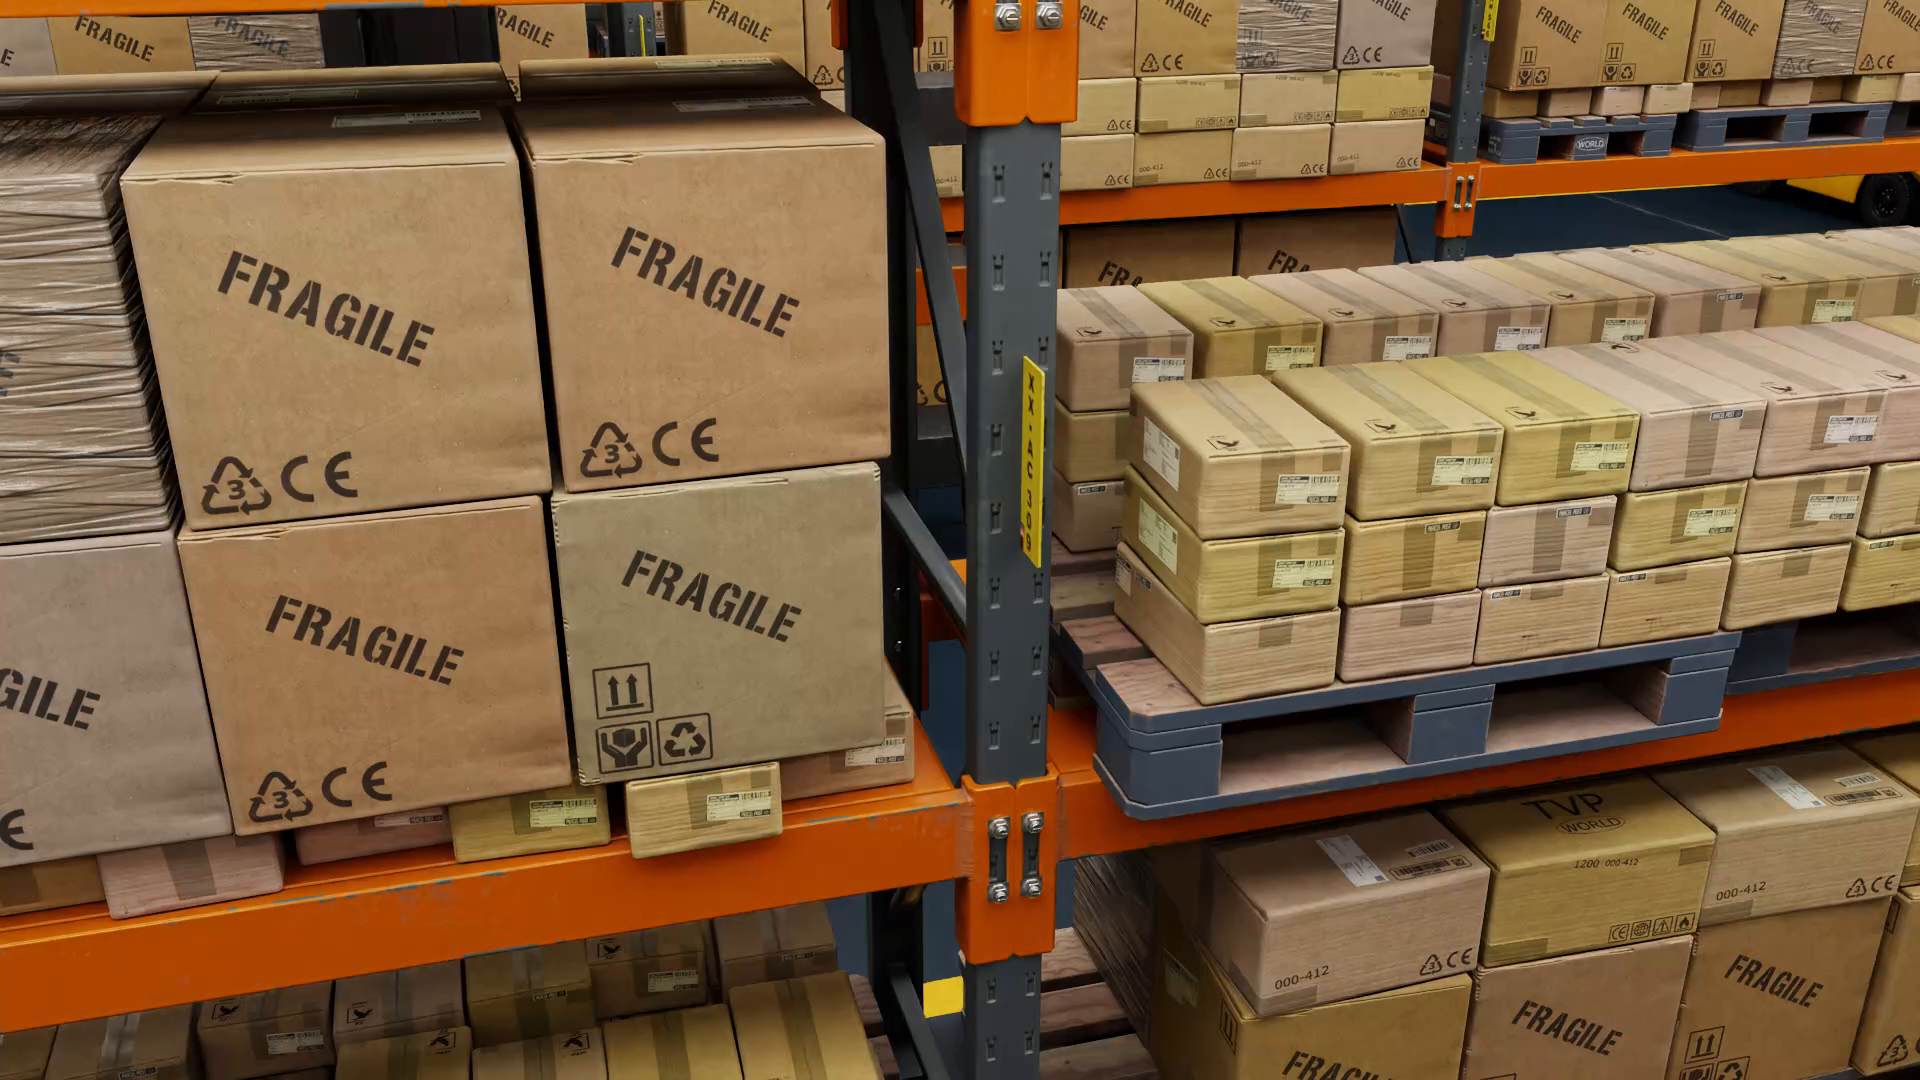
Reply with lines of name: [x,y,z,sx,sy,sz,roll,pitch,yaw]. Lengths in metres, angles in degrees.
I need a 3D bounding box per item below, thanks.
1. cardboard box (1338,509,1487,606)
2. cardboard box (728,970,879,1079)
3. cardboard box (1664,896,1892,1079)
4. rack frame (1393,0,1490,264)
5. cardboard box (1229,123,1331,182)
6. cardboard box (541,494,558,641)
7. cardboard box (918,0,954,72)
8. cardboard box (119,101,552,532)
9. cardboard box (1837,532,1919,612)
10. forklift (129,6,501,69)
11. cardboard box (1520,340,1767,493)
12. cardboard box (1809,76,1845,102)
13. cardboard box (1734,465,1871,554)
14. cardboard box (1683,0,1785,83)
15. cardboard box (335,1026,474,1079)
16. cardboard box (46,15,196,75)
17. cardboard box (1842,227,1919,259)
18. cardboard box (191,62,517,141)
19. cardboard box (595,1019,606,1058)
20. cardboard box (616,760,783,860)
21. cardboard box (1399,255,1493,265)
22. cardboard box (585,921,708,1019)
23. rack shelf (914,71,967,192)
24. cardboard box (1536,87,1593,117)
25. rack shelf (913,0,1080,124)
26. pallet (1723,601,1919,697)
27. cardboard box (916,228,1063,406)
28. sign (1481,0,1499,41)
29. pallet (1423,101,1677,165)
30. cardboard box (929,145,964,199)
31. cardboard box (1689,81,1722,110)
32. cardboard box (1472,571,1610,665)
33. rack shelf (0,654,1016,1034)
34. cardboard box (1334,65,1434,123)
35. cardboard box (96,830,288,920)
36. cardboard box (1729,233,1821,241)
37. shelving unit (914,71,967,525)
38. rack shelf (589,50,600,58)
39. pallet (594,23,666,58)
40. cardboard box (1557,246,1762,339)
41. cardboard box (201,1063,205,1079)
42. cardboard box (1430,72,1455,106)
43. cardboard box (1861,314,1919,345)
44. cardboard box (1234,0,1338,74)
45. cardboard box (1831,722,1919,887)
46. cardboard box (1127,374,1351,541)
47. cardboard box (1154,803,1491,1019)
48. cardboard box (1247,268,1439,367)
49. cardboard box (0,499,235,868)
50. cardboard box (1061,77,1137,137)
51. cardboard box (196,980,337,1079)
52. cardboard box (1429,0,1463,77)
cardboard box: [0.712,-0.039,2.947,0.250,0.149,0.380,-7,24,-15]
cardboard box: [-0.313,1.051,3.325,0.250,0.149,0.380,-6,24,-13]
cardboard box: [1.752,0.930,3.915,0.500,0.500,0.500,-6,24,-13]
rack frame: [2.376,-2.224,8.630,0.127,3.000,1.000,-6,24,-14]
cardboard box: [1.472,-1.942,8.163,0.500,0.250,0.500,-6,24,-13]
cardboard box: [-1.060,-0.100,3.174,0.500,0.500,0.500,-6,24,-14]
cardboard box: [-0.008,-2.358,7.548,0.500,0.500,0.500,-7,24,-16]
cardboard box: [-0.917,-0.362,2.517,0.500,0.500,0.500,-7,24,-16]
cardboard box: [1.719,-0.016,3.268,0.250,0.149,0.380,-7,24,-15]
forklift: [-2.326,-1.050,5.980,3.031,2.935,1.130,-5,24,-12]
cardboard box: [1.218,-0.232,3.018,0.250,0.149,0.380,-7,24,-15]
cardboard box: [4.539,-2.476,9.002,0.250,0.149,0.380,-7,24,-16]
cardboard box: [1.469,-0.125,3.145,0.250,0.149,0.380,-5,24,-12]
cardboard box: [3.881,-2.677,8.649,0.500,0.500,0.500,-6,24,-13]
cardboard box: [-1.057,1.120,3.163,0.250,0.149,0.380,-6,24,-13]
cardboard box: [-3.318,-1.989,6.688,0.500,0.500,0.500,-6,24,-14]
cardboard box: [2.303,-0.619,3.921,0.250,0.149,0.380,-5,24,-12]
cardboard box: [-1.036,-0.555,2.968,0.500,0.500,0.500,-7,24,-16]
cardboard box: [-0.921,1.069,3.661,0.250,0.149,0.380,-6,24,-15]
cardboard box: [-0.471,0.374,2.893,0.250,0.149,0.380,-7,24,-16]
cardboard box: [2.923,-1.266,9.196,0.625,0.372,0.950,-8,24,-18]
cardboard box: [-0.710,0.879,3.726,0.250,0.149,0.380,-5,24,-12]
rack shelf: [-0.159,-1.578,6.524,0.480,0.518,0.431,-6,24,-14]
cardboard box: [3.020,-2.283,8.553,0.250,0.149,0.380,-8,24,-18]
rack shelf: [1.885,-1.190,3.329,4.000,0.370,1.077,-6,24,-14]
pallet: [1.916,-0.041,3.785,1.213,0.211,1.003,-6,24,-14]
cardboard box: [-0.032,-1.210,8.429,0.875,0.875,0.875,-6,24,-13]
sign: [2.529,-2.546,7.911,0.005,0.325,0.100,-6,24,-14]
pallet: [3.033,-2.252,8.938,1.003,0.211,1.213,-6,24,-14]
cardboard box: [0.015,-1.780,7.785,0.500,0.250,0.500,-7,24,-15]
cardboard box: [3.778,-2.372,8.759,0.250,0.149,0.380,-5,24,-11]
cardboard box: [0.970,0.069,3.072,0.250,0.149,0.380,-6,24,-14]
rack shelf: [-1.966,0.614,2.927,4.000,0.370,1.077,-6,24,-14]
cardboard box: [1.978,-2.237,8.215,0.500,0.250,0.500,-6,24,-15]
cardboard box: [-1.253,0.438,2.743,0.250,0.149,0.380,-7,24,-17]
cardboard box: [5.032,-1.501,9.744,0.625,0.372,0.950,-5,24,-11]
shelving unit: [-0.159,-0.947,6.795,0.503,2.100,0.431,-6,24,-14]
rack shelf: [-0.894,-3.565,12.666,4.000,0.370,1.077,-6,24,-14]
pallet: [-2.021,-3.638,12.167,1.213,0.211,1.003,-6,24,-14]
cardboard box: [1.548,-0.536,3.726,0.250,0.149,0.380,-7,24,-17]
cardboard box: [-1.712,1.119,3.543,0.250,0.149,0.380,-6,24,-15]
cardboard box: [2.628,-2.426,8.886,0.250,0.149,0.380,-5,24,-12]
cardboard box: [1.966,-0.316,3.214,0.250,0.149,0.380,-6,24,-13]
cardboard box: [1.457,-2.517,7.918,0.500,0.500,0.500,-6,24,-13]
cardboard box: [2.246,0.534,3.888,0.500,0.250,0.500,-6,24,-13]
cardboard box: [0.463,-0.148,2.822,0.250,0.149,0.380,-5,24,-12]
cardboard box: [0.742,0.703,3.494,0.500,0.250,0.500,-7,24,-17]
cardboard box: [0.801,-0.453,3.533,0.250,0.149,0.380,-7,24,-16]
cardboard box: [-1.410,0.154,2.583,0.500,0.500,0.500,-6,24,-15]
cardboard box: [0.498,-2.063,7.811,0.500,0.250,0.500,-7,24,-16]
cardboard box: [-1.452,0.957,3.543,0.250,0.149,0.380,-6,24,-13]
cardboard box: [2.739,-2.754,8.827,0.500,0.500,0.500,-7,24,-16]
